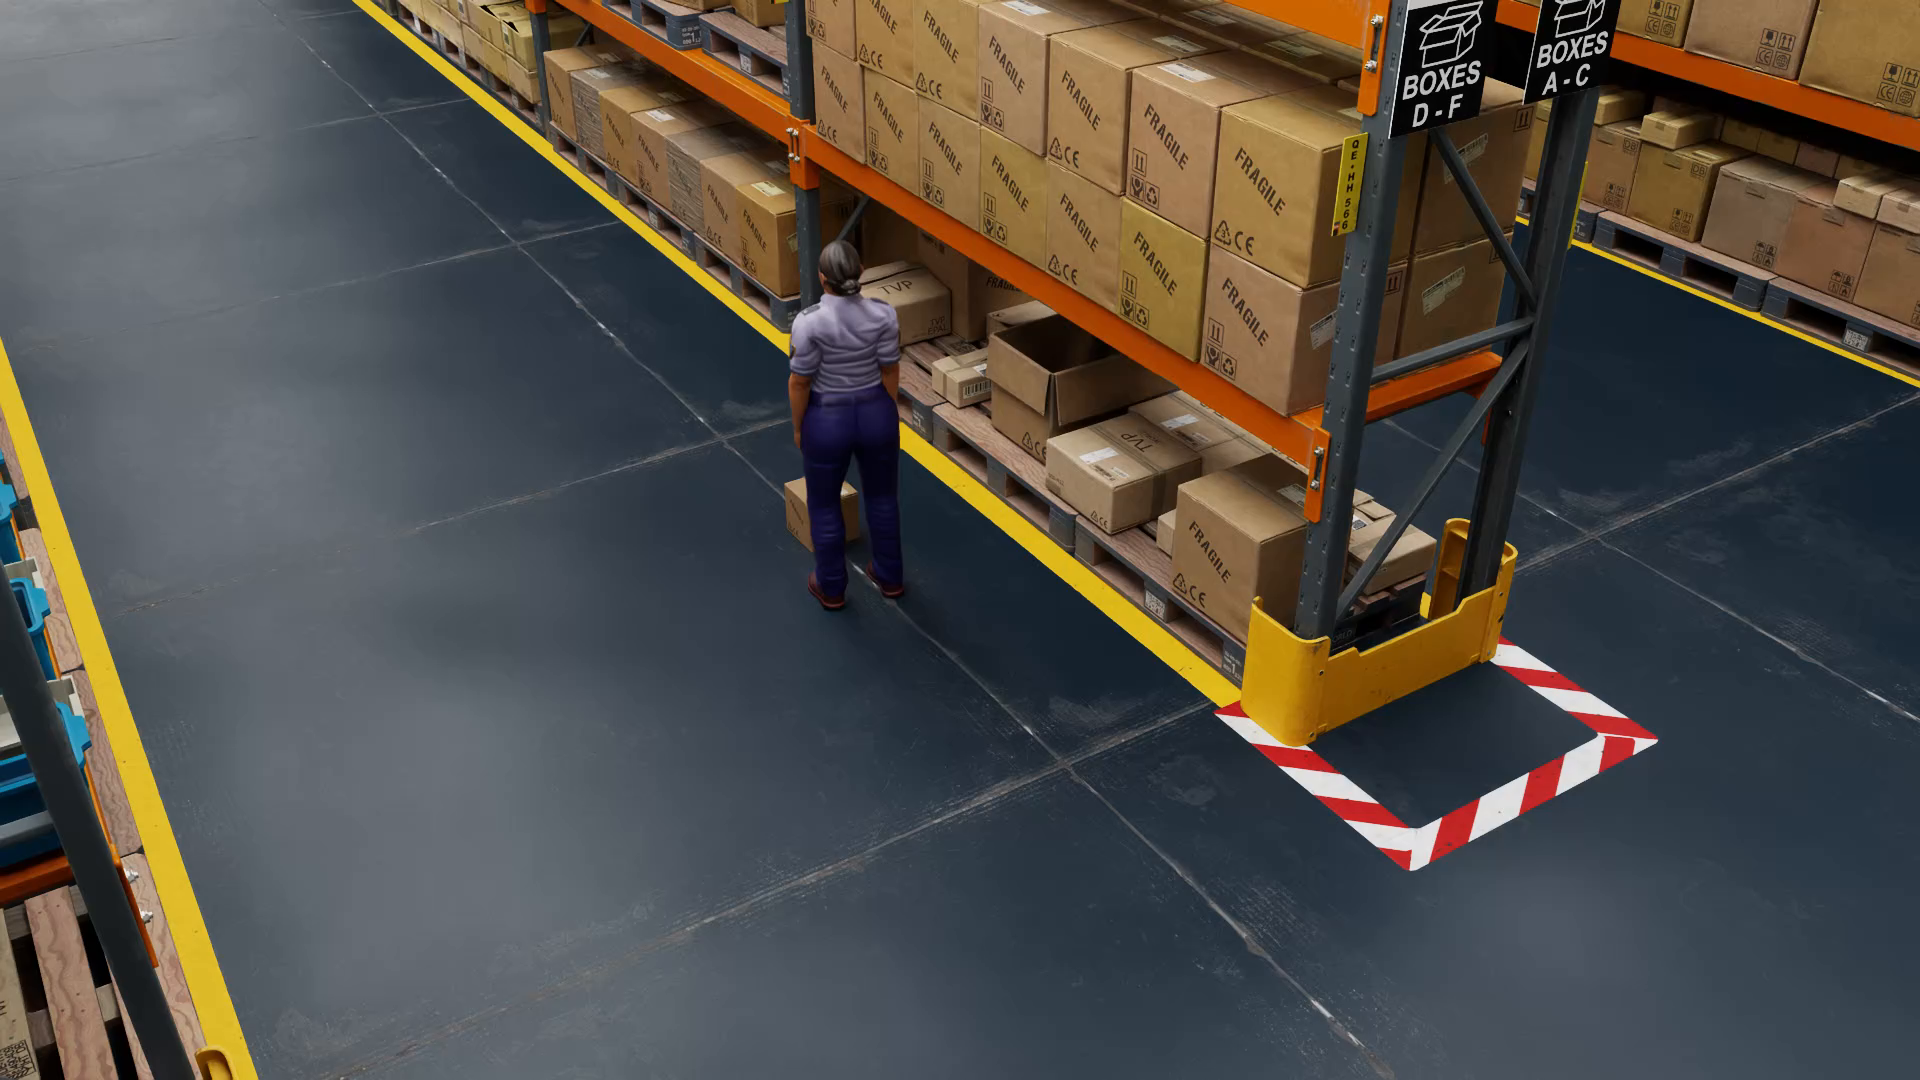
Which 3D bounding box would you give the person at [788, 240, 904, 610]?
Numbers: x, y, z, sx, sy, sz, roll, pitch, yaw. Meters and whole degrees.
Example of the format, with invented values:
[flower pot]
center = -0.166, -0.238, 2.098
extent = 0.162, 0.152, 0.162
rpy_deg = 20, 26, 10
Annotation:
[person]
center = -0.477, -0.475, 6.893
extent = 0.467, 1.649, 0.343
rpy_deg = -11, 34, -16
